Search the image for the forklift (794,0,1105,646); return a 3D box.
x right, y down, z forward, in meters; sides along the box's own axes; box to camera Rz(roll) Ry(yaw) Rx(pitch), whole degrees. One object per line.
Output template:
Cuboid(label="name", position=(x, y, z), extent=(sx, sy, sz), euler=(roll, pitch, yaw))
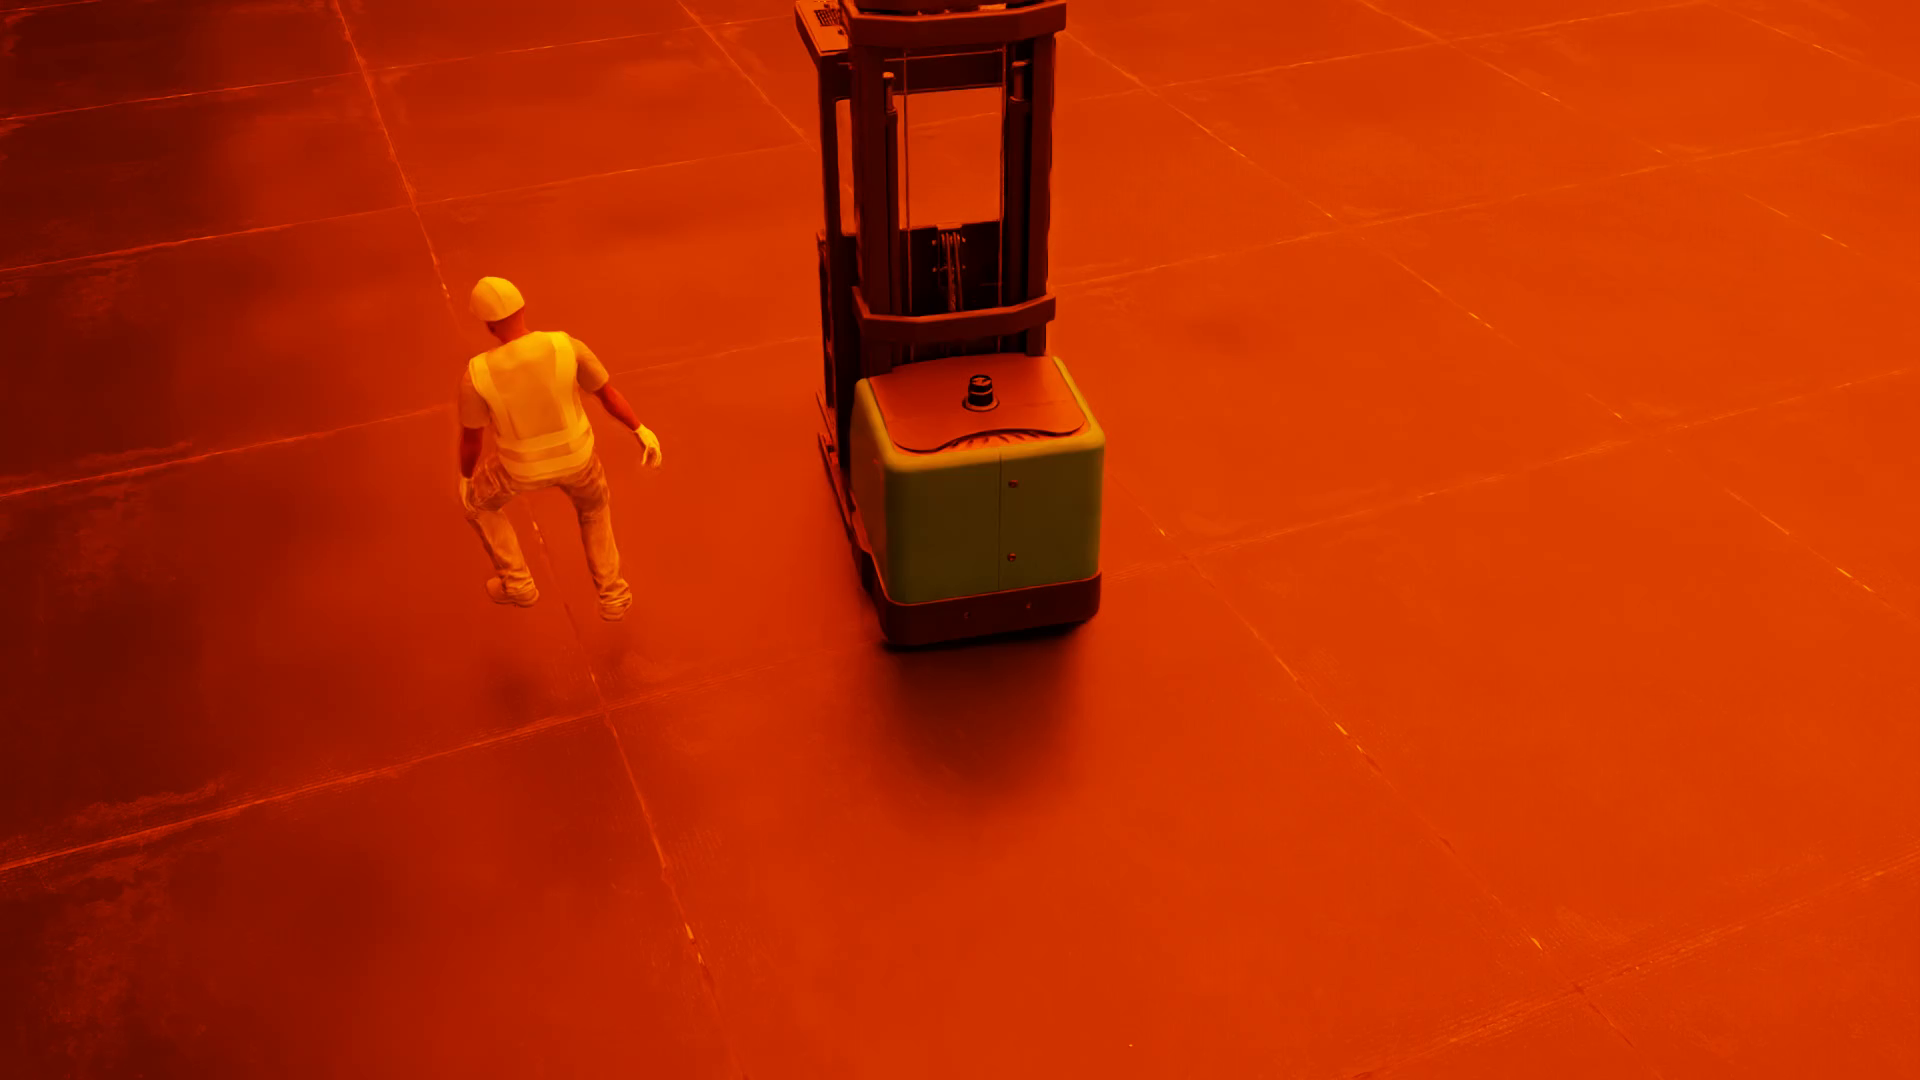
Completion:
Cuboid(label="forklift", position=(-0.165, -1.550, 8.278), extent=(1.130, 2.935, 3.031), euler=(-8, 36, -11))

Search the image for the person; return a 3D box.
Cuboid(label="person", position=(-1.813, -0.391, 7.472), extent=(0.905, 1.699, 0.543), euler=(-11, 37, -15))
